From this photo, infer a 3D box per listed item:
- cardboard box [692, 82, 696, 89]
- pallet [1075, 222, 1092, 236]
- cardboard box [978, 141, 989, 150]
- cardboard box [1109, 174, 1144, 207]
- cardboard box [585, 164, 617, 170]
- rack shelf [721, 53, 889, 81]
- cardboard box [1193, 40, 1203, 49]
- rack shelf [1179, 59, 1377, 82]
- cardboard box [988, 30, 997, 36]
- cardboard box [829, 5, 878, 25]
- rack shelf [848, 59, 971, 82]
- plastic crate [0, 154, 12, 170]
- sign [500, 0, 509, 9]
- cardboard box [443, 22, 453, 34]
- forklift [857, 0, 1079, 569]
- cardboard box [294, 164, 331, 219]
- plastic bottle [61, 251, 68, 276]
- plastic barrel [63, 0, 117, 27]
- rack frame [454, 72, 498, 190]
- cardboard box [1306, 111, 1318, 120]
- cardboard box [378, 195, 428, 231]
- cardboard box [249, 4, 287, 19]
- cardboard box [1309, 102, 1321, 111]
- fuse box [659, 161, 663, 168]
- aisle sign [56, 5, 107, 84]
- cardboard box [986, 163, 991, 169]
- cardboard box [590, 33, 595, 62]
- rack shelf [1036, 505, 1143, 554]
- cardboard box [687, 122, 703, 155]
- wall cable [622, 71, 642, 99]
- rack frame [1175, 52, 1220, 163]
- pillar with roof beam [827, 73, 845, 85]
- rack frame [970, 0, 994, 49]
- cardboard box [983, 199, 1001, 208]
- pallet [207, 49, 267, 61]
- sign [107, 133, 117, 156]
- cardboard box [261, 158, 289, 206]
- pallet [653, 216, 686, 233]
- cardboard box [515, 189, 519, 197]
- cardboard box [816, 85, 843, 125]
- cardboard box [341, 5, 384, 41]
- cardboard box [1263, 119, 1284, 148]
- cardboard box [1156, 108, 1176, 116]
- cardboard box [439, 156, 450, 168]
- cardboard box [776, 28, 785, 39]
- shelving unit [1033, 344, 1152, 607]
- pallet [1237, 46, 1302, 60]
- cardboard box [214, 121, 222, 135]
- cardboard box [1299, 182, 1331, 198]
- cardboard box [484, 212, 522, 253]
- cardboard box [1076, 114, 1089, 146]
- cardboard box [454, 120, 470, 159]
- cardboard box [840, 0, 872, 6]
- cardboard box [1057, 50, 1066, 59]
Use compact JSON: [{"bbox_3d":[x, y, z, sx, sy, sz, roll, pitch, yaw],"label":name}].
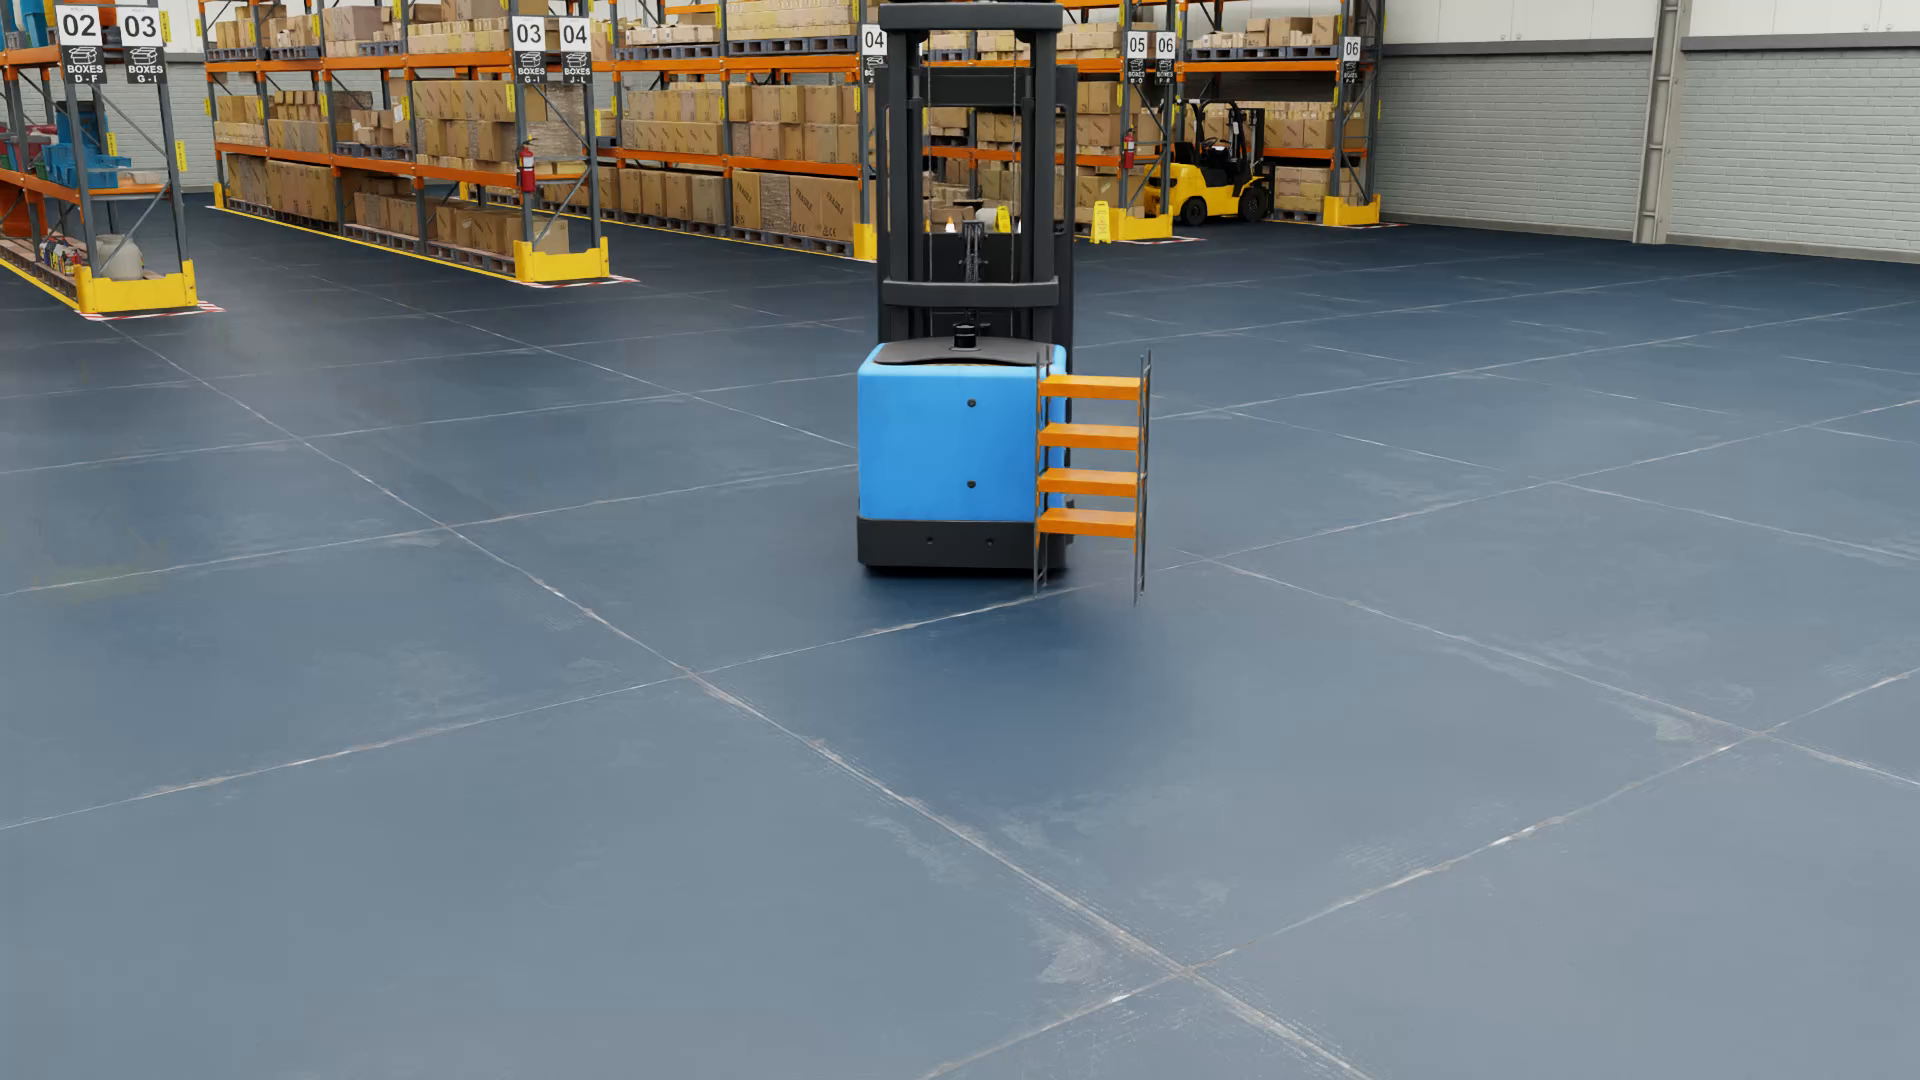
[{"bbox_3d":[-5.823,-10.254,37.545,0.380,0.149,0.250,-11,19,-34],"label":"cardboard box"},{"bbox_3d":[2.468,-5.182,27.610,1.003,0.211,1.213,-11,19,-35],"label":"pallet"},{"bbox_3d":[0.536,-6.948,29.255,0.380,0.149,0.250,-11,19,-35],"label":"cardboard box"},{"bbox_3d":[2.697,-5.790,27.541,0.500,0.500,0.500,-12,19,-36],"label":"cardboard box"},{"bbox_3d":[-6.606,-6.820,30.832,0.500,0.250,0.500,-11,19,-34],"label":"cardboard box"},{"bbox_3d":[-2.158,-7.069,24.902,1.077,0.370,4.000,-11,19,-35],"label":"rack shelf"},{"bbox_3d":[4.641,-9.391,31.513,0.380,0.149,0.250,-10,18,-33],"label":"cardboard box"},{"bbox_3d":[5.799,-8.630,30.606,1.077,0.370,4.000,-11,19,-35],"label":"rack shelf"},{"bbox_3d":[0.708,-8.727,28.564,0.380,0.149,0.250,-10,18,-33],"label":"cardboard box"},{"bbox_3d":[-1.496,-7.372,23.382,0.500,0.250,0.500,-11,19,-34],"label":"cardboard box"},{"bbox_3d":[-0.566,-8.713,30.909,1.077,0.370,4.000,-11,19,-35],"label":"rack shelf"},{"bbox_3d":[-12.665,-5.105,22.447,0.450,0.188,0.662,-11,19,-35],"label":"plastic crate"},{"bbox_3d":[-5.515,-6.586,20.096,0.100,0.325,0.005,-11,19,-35],"label":"sign"},{"bbox_3d":[-6.667,-6.825,22.176,0.380,0.149,0.250,-11,19,-36],"label":"cardboard box"},{"bbox_3d":[0.104,-1.606,9.390,1.130,2.935,3.031,1,15,4],"label":"forklift"},{"bbox_3d":[-10.665,-6.022,28.625,1.225,0.875,0.875,-11,19,-34],"label":"cardboard box"},{"bbox_3d":[-10.578,-3.273,19.665,0.061,0.283,0.133,-10,18,-33],"label":"plastic bottle"},{"bbox_3d":[-9.449,-5.965,17.898,0.600,0.830,0.708,-11,19,-35],"label":"plastic barrel"},{"bbox_3d":[-10.390,-8.959,36.125,1.000,3.000,0.127,-11,19,-35],"label":"rack frame"},{"bbox_3d":[6.370,-7.545,29.542,0.380,0.149,0.250,-11,18,-34],"label":"cardboard box"},{"bbox_3d":[-8.672,-5.132,26.047,0.700,0.500,0.500,-9,18,-30],"label":"cardboard box"},{"bbox_3d":[-12.657,-9.665,30.431,0.500,0.250,0.500,-12,20,-38],"label":"cardboard box"},{"bbox_3d":[6.424,-7.699,29.543,0.380,0.149,0.250,-11,19,-34],"label":"cardboard box"},{"bbox_3d":[-7.995,-10.622,44.645,0.539,1.711,0.414,-11,19,-35],"label":"fuse box"},{"bbox_3d":[-9.258,-5.217,17.532,0.394,0.787,0.004,-11,19,-35],"label":"aisle sign"},{"bbox_3d":[0.932,-8.193,37.268,0.500,0.500,0.500,-12,19,-37],"label":"cardboard box"},{"bbox_3d":[-6.532,-8.932,30.159,0.500,0.500,0.500,-11,19,-35],"label":"cardboard box"},{"bbox_3d":[0.628,-0.053,8.003,0.480,0.148,0.258,4,16,14],"label":"rack shelf"},{"bbox_3d":[-4.155,-6.622,27.400,0.500,0.500,0.500,-11,19,-35],"label":"cardboard box"},{"bbox_3d":[-8.639,-11.662,44.077,0.588,1.984,0.122,-11,19,-35],"label":"wall cable"},{"bbox_3d":[4.623,-7.957,32.467,1.000,3.000,0.127,-11,19,-35],"label":"rack frame"},{"bbox_3d":[-6.771,-13.461,41.211,9.100,9.000,0.400,-11,19,-35],"label":"pillar with roof beam"},{"bbox_3d":[0.610,-10.080,28.857,1.000,3.000,0.127,-11,19,-35],"label":"rack frame"},{"bbox_3d":[0.739,-5.894,29.343,0.500,0.250,0.500,-12,19,-37],"label":"cardboard box"},{"bbox_3d":[-14.017,-9.457,32.434,1.003,0.211,1.213,-11,19,-35],"label":"pallet"},{"bbox_3d":[-10.961,-5.096,21.487,0.100,0.325,0.005,-11,19,-35],"label":"sign"},{"bbox_3d":[-12.433,-6.687,31.056,0.875,0.875,0.875,-11,19,-35],"label":"cardboard box"},{"bbox_3d":[-4.571,-5.465,28.643,1.003,0.211,1.213,-11,19,-35],"label":"pallet"},{"bbox_3d":[-8.837,-7.078,33.858,0.380,0.149,0.250,-12,19,-36],"label":"cardboard box"},{"bbox_3d":[-1.567,-6.324,24.168,0.875,0.550,0.550,-11,19,-35],"label":"cardboard box"},{"bbox_3d":[-9.093,-7.883,25.376,0.500,0.500,0.500,-12,19,-36],"label":"cardboard box"},{"bbox_3d":[5.874,-7.437,30.378,0.500,0.500,0.500,-11,19,-36],"label":"cardboard box"},{"bbox_3d":[4.076,-8.409,32.700,0.380,0.149,0.250,-11,19,-35],"label":"cardboard box"},{"bbox_3d":[-6.949,-5.218,22.934,0.380,0.149,0.250,-11,19,-35],"label":"cardboard box"},{"bbox_3d":[-2.501,-7.517,24.668,0.380,0.149,0.250,-11,19,-34],"label":"cardboard box"},{"bbox_3d":[0.628,-0.309,7.933,0.503,1.200,0.258,4,16,14],"label":"shelving unit"},{"bbox_3d":[5.859,-8.923,30.481,1.003,0.211,1.213,-11,19,-35],"label":"pallet"},{"bbox_3d":[-14.398,-8.137,32.844,0.500,0.250,0.500,-11,19,-36],"label":"cardboard box"},{"bbox_3d":[6.436,-6.276,29.790,0.500,0.250,0.500,-11,19,-35],"label":"cardboard box"},{"bbox_3d":[-6.140,-4.185,22.626,0.500,0.500,0.500,-9,18,-29],"label":"cardboard box"},{"bbox_3d":[2.129,-6.704,27.137,0.500,0.500,0.500,-11,19,-34],"label":"cardboard box"},{"bbox_3d":[-6.290,-5.417,22.434,0.875,0.500,0.500,-11,19,-35],"label":"cardboard box"},{"bbox_3d":[-1.455,-7.522,23.176,0.380,0.149,0.250,-11,19,-34],"label":"cardboard box"},{"bbox_3d":[1.796,-7.968,27.300,0.380,0.149,0.250,-11,19,-36],"label":"cardboard box"}]
